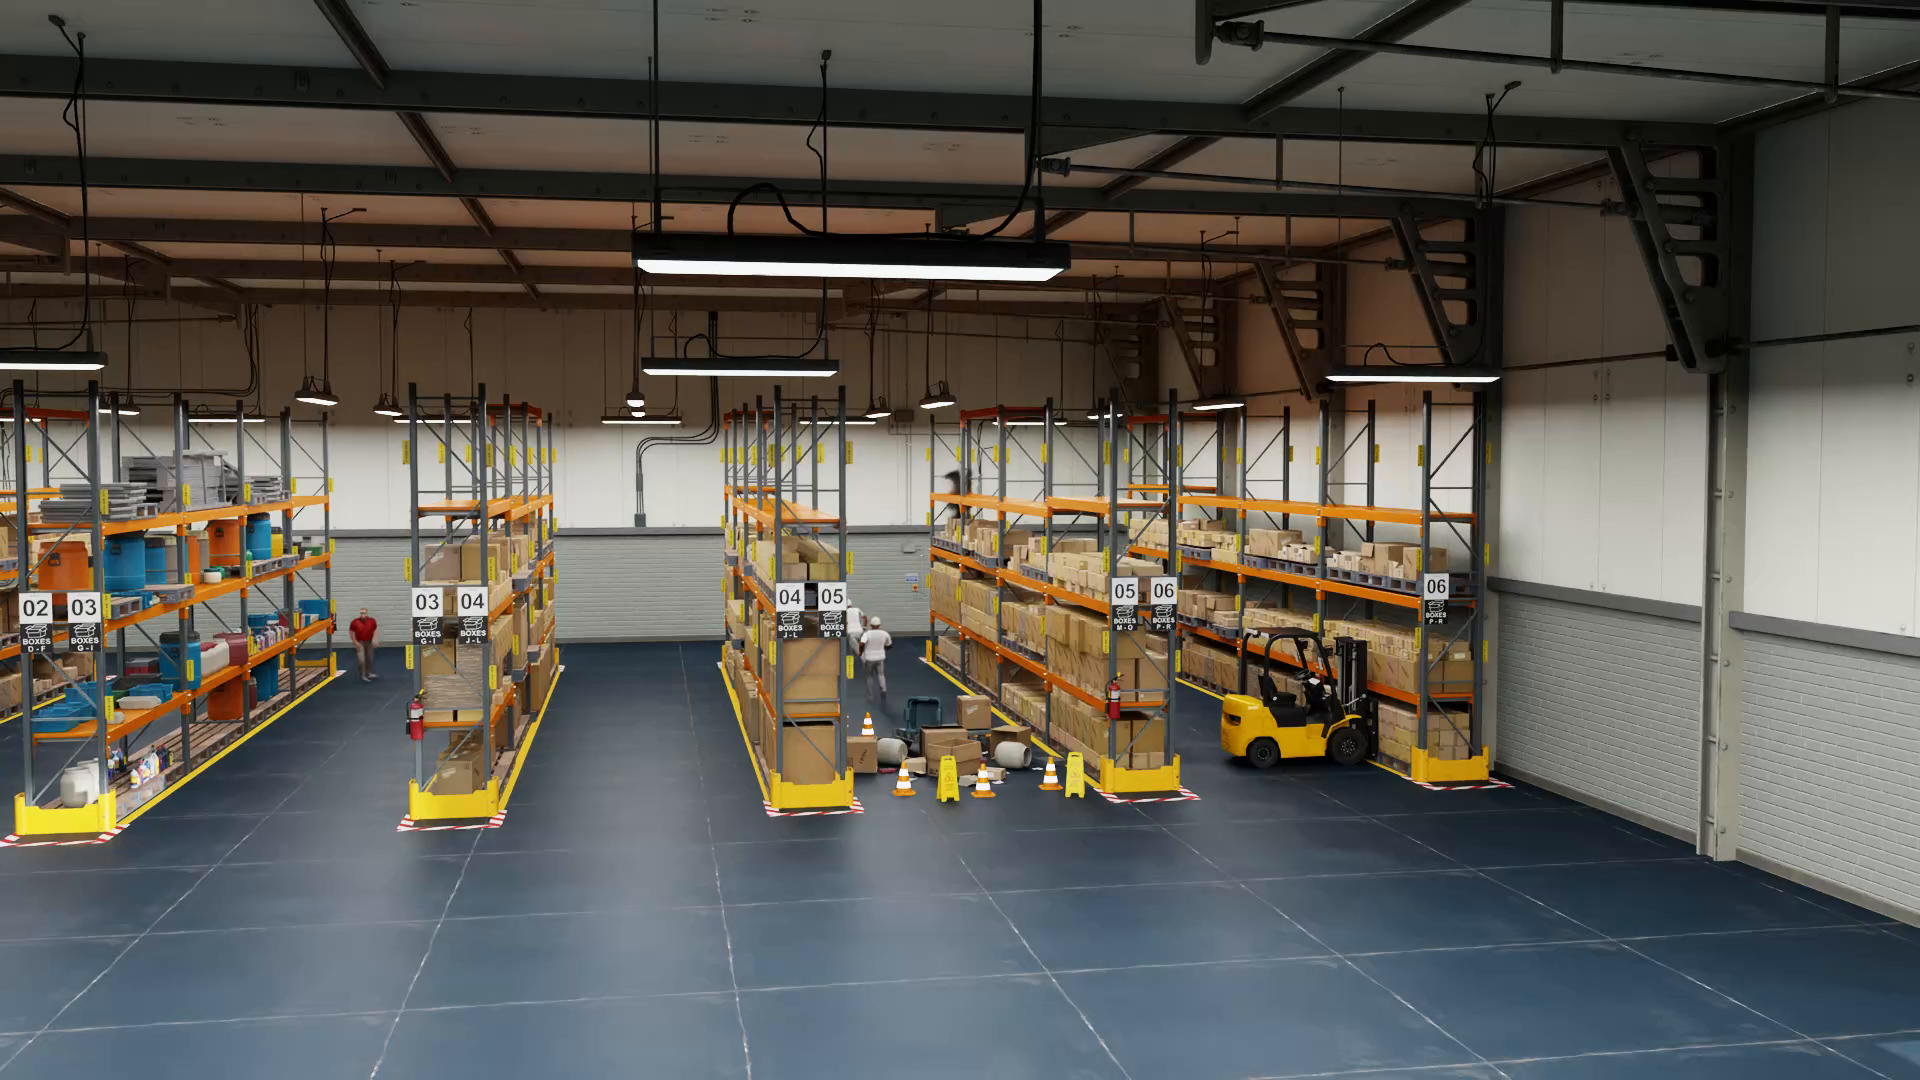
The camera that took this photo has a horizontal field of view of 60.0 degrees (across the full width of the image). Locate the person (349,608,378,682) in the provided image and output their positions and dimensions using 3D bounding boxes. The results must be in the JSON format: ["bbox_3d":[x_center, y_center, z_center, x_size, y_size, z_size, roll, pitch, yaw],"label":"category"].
[{"bbox_3d":[-13.250,2.320,36.938,0.676,1.675,0.778,-2,4,-39],"label":"person"}]

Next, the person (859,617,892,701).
[{"bbox_3d":[-1.721,2.417,33.645,0.716,1.747,0.931,-1,3,-15],"label":"person"}]

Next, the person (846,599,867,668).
[{"bbox_3d":[-2.461,2.223,38.898,0.694,1.619,1.127,-2,3,-29],"label":"person"}]
